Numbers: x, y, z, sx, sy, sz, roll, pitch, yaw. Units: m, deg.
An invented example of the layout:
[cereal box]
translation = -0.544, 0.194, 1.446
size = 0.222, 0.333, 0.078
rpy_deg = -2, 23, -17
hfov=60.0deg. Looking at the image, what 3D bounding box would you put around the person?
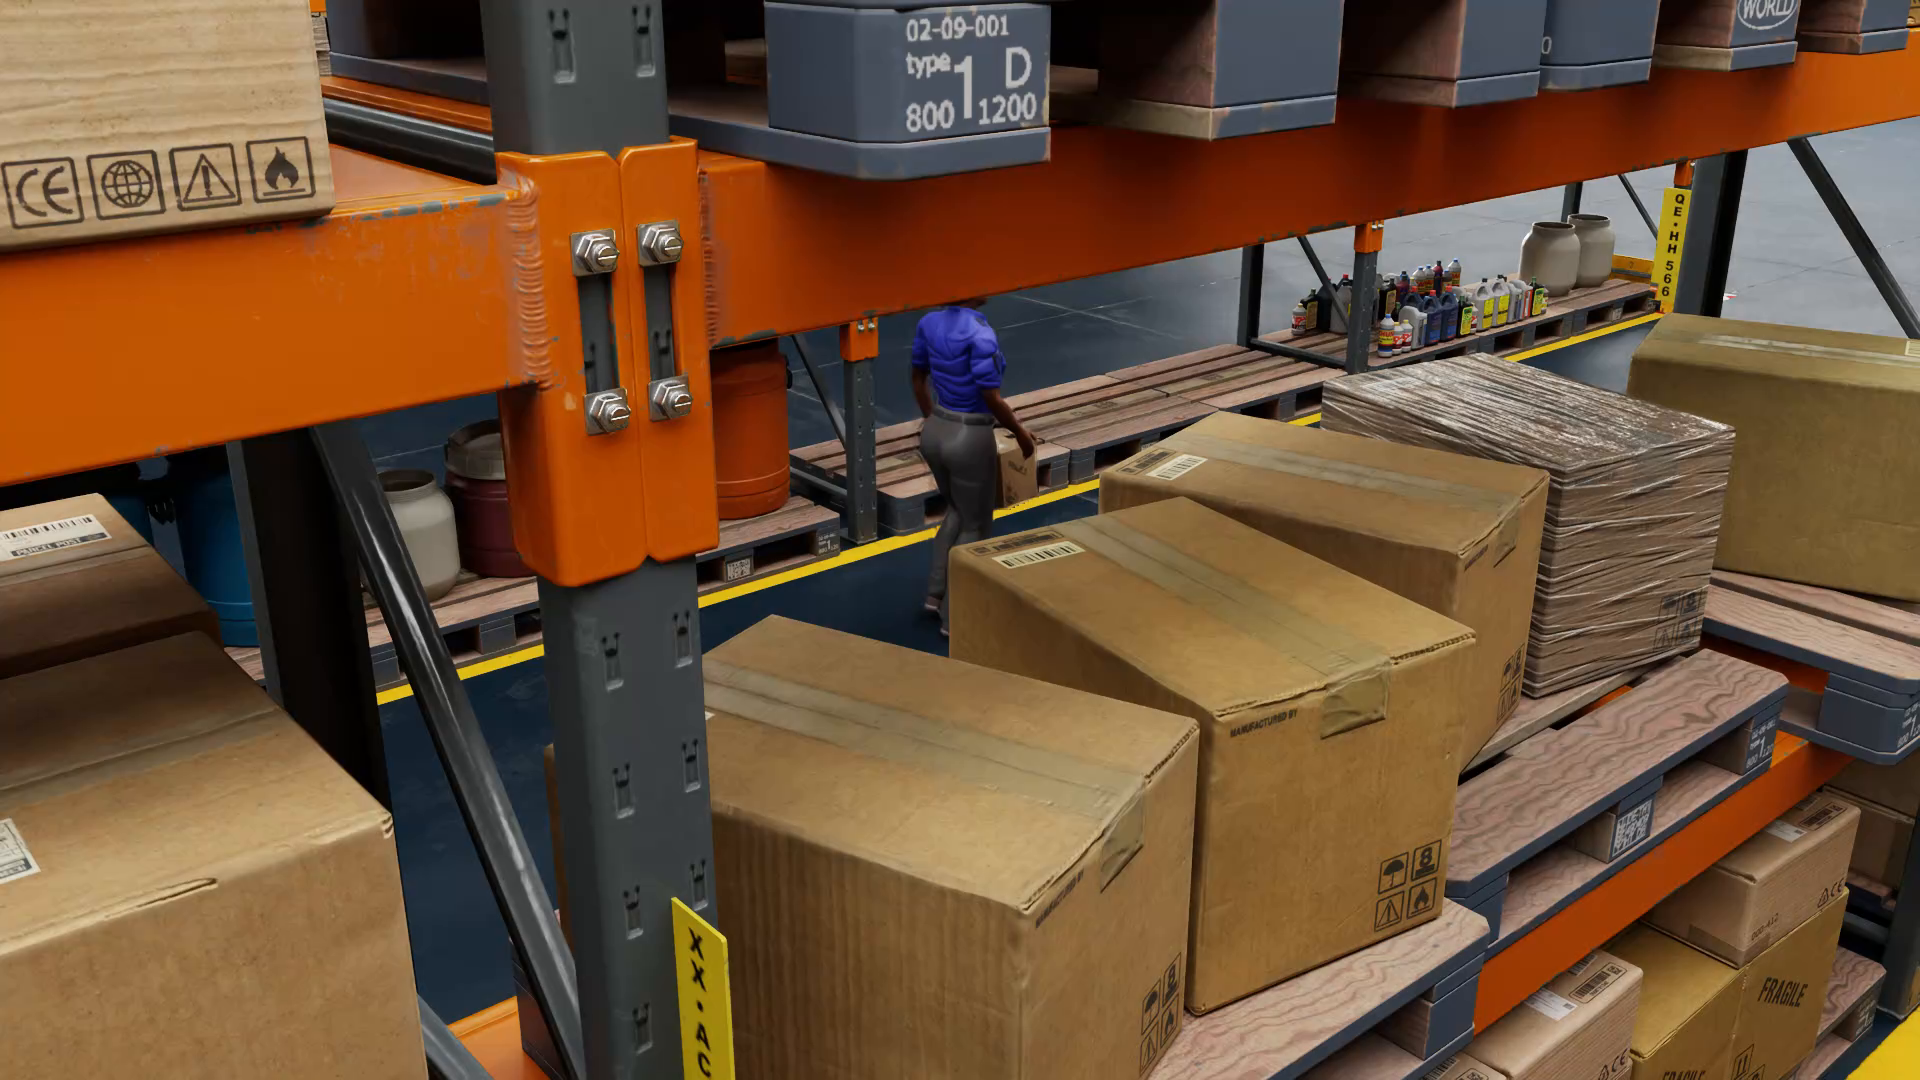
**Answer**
[person]
translation = 0.034, -0.415, 7.178
size = 0.446, 1.646, 0.549
rpy_deg = -16, 26, -36
